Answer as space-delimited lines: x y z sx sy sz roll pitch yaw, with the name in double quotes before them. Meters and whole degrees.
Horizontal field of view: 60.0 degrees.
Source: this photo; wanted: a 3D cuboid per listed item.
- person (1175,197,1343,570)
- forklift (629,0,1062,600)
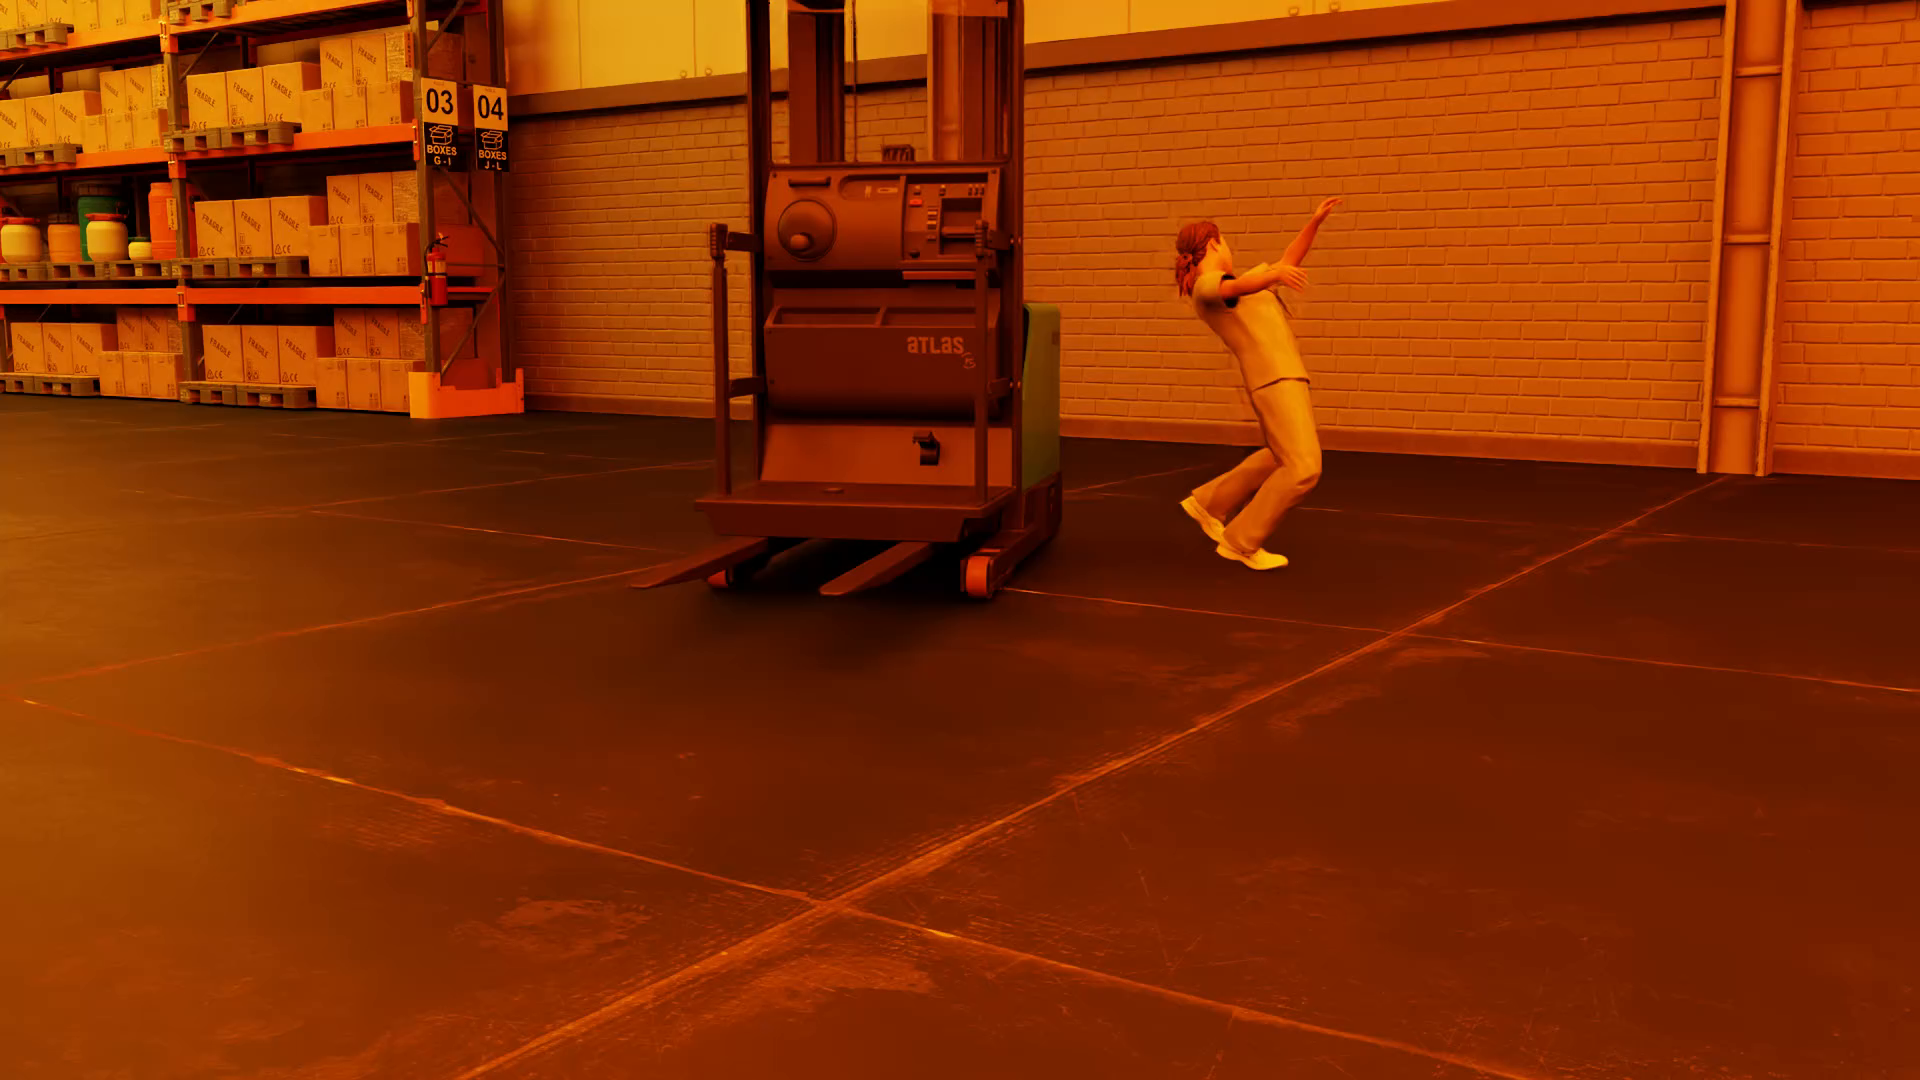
"person" 1.182 -0.626 6.678 0.669 1.486 0.987 1 8 9
"forklift" -0.349 -1.289 6.256 1.130 2.935 3.031 2 8 12
